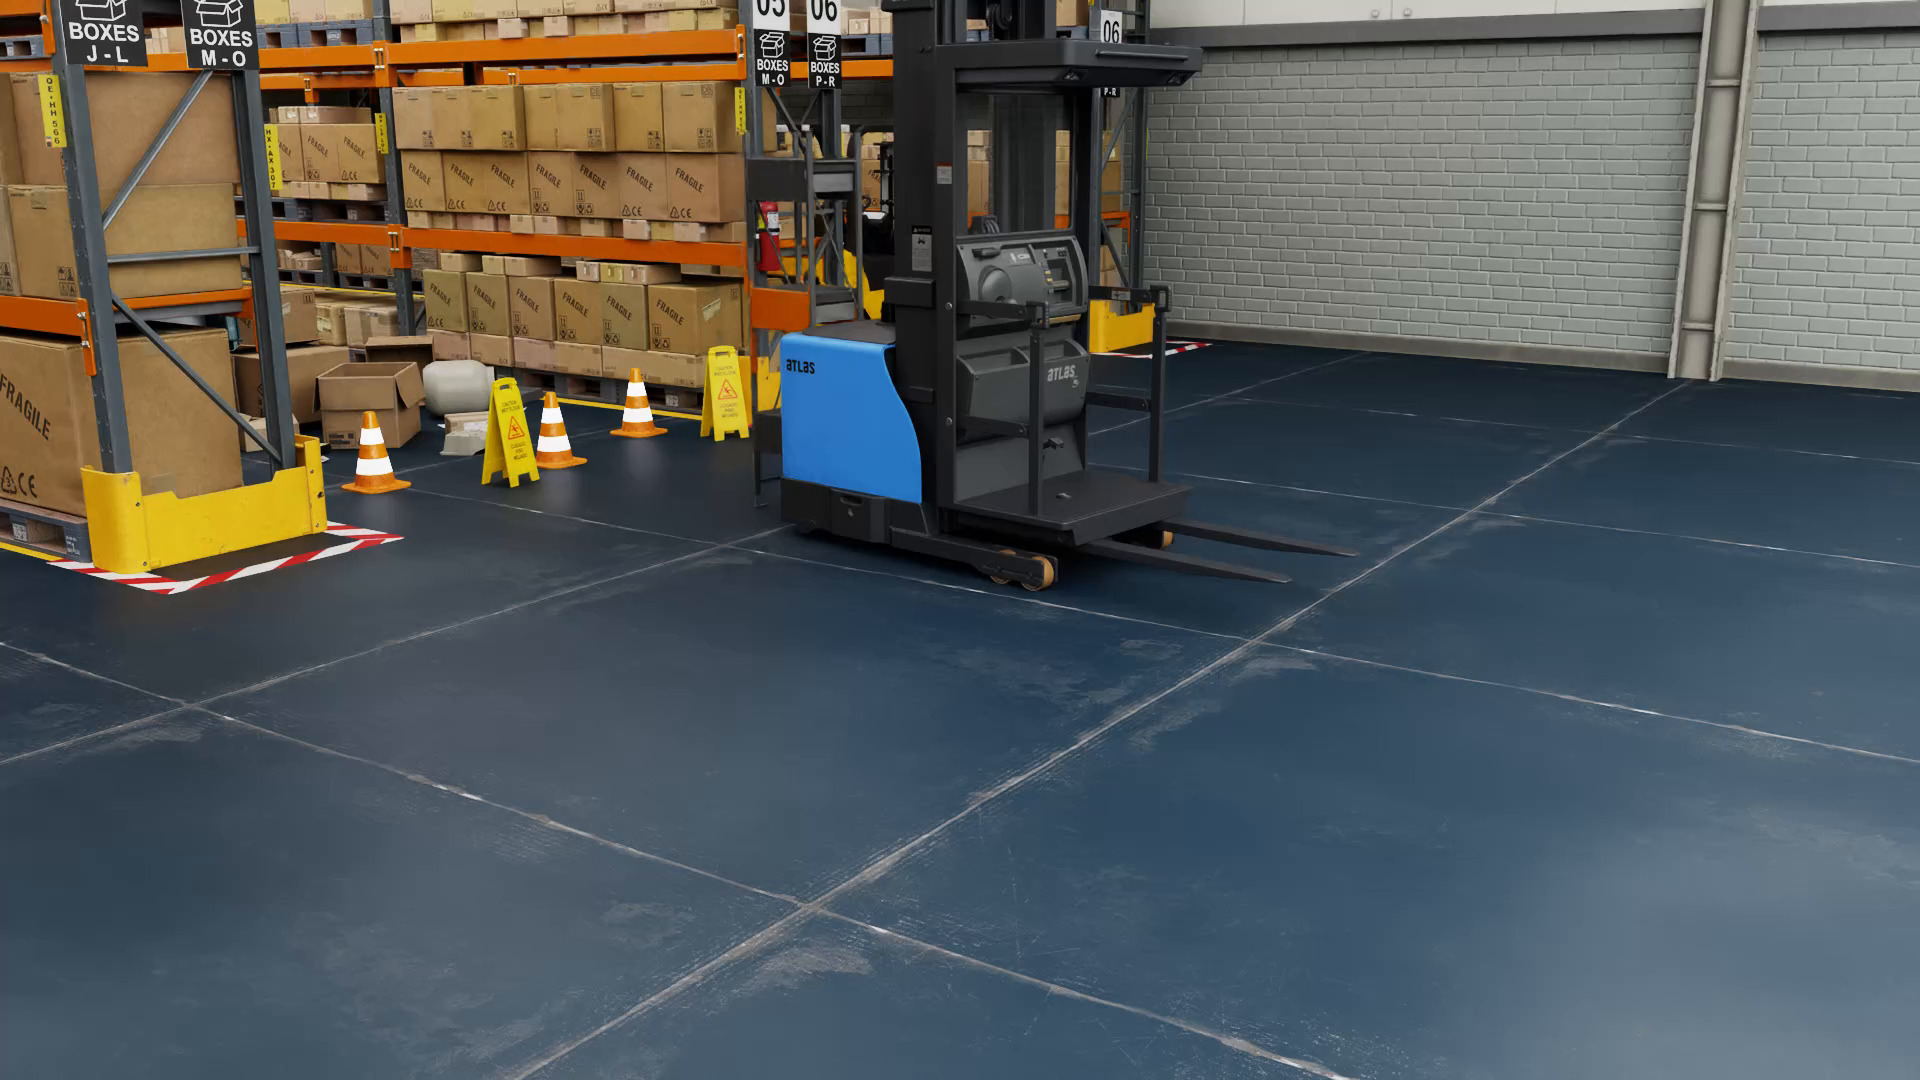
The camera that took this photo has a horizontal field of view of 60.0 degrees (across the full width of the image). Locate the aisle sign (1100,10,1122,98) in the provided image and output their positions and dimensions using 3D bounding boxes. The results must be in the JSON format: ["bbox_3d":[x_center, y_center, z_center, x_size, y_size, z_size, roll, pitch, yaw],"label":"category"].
[{"bbox_3d":[1.432,-4.609,15.790,0.004,0.787,0.394,9,17,33],"label":"aisle sign"}]

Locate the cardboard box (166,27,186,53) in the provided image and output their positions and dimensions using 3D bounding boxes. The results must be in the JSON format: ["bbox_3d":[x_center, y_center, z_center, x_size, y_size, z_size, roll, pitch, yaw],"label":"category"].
[{"bbox_3d":[-7.083,-4.873,15.815,0.500,0.500,0.700,9,17,33],"label":"cardboard box"}]

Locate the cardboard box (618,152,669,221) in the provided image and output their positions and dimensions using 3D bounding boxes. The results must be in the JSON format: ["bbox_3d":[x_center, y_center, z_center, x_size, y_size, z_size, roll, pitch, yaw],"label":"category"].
[{"bbox_3d":[-2.243,-2.703,12.674,0.500,0.500,0.500,9,17,33],"label":"cardboard box"}]

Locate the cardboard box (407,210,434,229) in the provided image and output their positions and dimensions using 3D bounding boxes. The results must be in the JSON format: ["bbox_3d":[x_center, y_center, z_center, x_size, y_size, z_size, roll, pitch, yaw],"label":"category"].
[{"bbox_3d":[-4.463,-2.733,14.143,0.250,0.149,0.380,9,17,33],"label":"cardboard box"}]

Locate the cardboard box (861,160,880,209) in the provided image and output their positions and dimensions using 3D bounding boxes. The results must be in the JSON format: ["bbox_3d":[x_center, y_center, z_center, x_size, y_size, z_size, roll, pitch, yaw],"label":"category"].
[{"bbox_3d":[-0.693,-3.754,17.537,0.500,0.500,0.500,9,17,32],"label":"cardboard box"}]

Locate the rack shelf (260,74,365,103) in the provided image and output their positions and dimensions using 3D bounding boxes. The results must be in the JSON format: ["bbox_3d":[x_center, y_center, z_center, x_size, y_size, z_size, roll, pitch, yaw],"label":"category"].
[{"bbox_3d":[-10.075,-6.399,23.685,4.000,0.370,1.077,9,17,33],"label":"rack shelf"}]

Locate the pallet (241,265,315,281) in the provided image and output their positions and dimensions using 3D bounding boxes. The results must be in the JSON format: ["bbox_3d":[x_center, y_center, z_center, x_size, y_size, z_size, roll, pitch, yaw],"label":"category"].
[{"bbox_3d":[-10.002,-3.926,24.244,1.213,0.211,1.003,9,17,33],"label":"pallet"}]

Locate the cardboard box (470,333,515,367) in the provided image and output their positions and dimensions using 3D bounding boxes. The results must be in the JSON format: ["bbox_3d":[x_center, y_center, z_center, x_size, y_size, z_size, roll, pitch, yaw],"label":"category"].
[{"bbox_3d":[-3.757,-1.628,14.004,0.500,0.250,0.500,10,17,36],"label":"cardboard box"}]

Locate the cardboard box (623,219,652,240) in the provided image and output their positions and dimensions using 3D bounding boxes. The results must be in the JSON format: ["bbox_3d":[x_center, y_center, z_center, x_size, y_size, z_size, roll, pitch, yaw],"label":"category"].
[{"bbox_3d":[-2.359,-2.389,12.754,0.250,0.149,0.380,10,17,34],"label":"cardboard box"}]

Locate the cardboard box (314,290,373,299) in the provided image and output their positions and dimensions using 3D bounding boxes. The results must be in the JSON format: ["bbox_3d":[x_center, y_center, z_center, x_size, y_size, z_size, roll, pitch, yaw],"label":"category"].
[{"bbox_3d":[-6.158,-2.148,15.851,0.625,0.372,0.950,10,17,35],"label":"cardboard box"}]

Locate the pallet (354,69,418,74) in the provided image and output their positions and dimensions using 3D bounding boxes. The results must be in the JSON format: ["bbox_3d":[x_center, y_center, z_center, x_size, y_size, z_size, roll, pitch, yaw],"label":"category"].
[{"bbox_3d":[-7.052,-6.149,21.569,1.003,0.211,1.213,9,17,33],"label":"pallet"}]

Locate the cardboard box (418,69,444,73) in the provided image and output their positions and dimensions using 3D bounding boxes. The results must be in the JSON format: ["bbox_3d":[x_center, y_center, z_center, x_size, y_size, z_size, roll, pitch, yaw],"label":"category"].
[{"bbox_3d":[-6.491,-6.025,20.991,0.500,0.250,0.500,9,17,33],"label":"cardboard box"}]

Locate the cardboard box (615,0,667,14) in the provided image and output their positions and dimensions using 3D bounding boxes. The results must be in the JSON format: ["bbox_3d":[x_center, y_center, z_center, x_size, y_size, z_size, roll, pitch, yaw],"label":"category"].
[{"bbox_3d":[-2.210,-4.037,12.341,0.500,0.250,0.500,9,16,32],"label":"cardboard box"}]

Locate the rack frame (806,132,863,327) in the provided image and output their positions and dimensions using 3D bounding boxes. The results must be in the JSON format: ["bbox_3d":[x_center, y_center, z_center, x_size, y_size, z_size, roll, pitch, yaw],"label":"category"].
[{"bbox_3d":[-0.676,-1.162,9.148,0.015,2.100,0.400,12,18,40],"label":"rack frame"}]

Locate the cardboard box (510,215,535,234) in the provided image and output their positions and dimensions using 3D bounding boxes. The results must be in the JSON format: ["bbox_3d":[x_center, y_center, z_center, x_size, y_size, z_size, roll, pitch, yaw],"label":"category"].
[{"bbox_3d":[-3.406,-2.559,13.442,0.250,0.149,0.380,9,17,33],"label":"cardboard box"}]

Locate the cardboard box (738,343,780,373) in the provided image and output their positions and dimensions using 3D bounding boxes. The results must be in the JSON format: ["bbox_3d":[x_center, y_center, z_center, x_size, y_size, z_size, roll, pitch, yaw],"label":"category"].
[{"bbox_3d":[-1.741,-1.457,13.314,0.500,0.250,0.500,9,17,32],"label":"cardboard box"}]

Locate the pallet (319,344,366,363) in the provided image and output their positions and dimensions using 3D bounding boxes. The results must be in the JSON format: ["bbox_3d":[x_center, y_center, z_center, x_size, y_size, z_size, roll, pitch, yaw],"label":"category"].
[{"bbox_3d":[-5.192,-1.711,15.297,1.213,0.211,1.003,9,17,33],"label":"pallet"}]

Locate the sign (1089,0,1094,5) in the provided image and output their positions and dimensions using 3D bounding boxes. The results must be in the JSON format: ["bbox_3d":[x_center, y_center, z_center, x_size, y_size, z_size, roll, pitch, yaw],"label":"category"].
[{"bbox_3d":[1.227,-5.156,15.488,0.005,0.325,0.100,9,17,33],"label":"sign"}]

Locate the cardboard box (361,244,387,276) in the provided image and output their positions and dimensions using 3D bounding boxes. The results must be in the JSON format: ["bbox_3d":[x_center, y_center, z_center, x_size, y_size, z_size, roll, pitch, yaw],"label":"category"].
[{"bbox_3d":[-7.693,-3.835,22.402,0.500,0.500,0.500,9,16,32],"label":"cardboard box"}]

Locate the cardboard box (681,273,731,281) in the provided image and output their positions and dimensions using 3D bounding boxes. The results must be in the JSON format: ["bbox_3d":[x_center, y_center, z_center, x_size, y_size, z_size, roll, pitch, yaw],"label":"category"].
[{"bbox_3d":[-2.197,-1.893,13.516,0.500,0.500,0.500,8,16,31],"label":"cardboard box"}]

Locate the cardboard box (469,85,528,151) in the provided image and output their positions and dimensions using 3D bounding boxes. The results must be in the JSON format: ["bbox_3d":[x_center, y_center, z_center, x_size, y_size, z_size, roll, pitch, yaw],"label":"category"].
[{"bbox_3d":[-3.488,-3.391,13.373,0.500,0.500,0.700,9,16,32],"label":"cardboard box"}]

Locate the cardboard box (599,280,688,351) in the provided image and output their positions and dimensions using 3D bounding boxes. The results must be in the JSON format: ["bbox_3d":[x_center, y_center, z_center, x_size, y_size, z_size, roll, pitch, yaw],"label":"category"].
[{"bbox_3d":[-2.471,-1.782,13.068,0.500,0.500,0.500,10,17,35],"label":"cardboard box"}]

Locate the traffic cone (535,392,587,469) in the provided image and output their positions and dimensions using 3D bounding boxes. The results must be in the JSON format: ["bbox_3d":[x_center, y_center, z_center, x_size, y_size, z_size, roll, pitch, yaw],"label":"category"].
[{"bbox_3d":[-2.640,-0.727,10.795,0.334,0.463,0.336,9,17,33],"label":"traffic cone"}]

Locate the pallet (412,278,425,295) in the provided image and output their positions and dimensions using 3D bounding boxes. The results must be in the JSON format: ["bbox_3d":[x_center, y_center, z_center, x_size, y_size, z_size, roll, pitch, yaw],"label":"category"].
[{"bbox_3d":[-6.703,-3.405,22.140,1.213,0.211,1.003,9,17,33],"label":"pallet"}]

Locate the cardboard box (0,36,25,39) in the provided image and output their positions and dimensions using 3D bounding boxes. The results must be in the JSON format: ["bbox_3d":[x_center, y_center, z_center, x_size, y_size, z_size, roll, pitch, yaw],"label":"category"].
[{"bbox_3d":[-9.488,-5.384,17.007,0.500,0.500,0.500,9,17,33],"label":"cardboard box"}]

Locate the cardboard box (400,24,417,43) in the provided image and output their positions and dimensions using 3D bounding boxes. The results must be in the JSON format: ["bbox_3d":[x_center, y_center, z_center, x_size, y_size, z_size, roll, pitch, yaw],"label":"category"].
[{"bbox_3d":[-4.422,-4.203,13.841,0.250,0.149,0.380,9,16,32],"label":"cardboard box"}]

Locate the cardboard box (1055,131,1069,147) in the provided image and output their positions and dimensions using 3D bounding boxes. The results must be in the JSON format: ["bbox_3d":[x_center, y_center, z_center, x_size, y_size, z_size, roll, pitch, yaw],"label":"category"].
[{"bbox_3d":[1.127,-3.928,16.273,0.250,0.149,0.380,9,17,33],"label":"cardboard box"}]

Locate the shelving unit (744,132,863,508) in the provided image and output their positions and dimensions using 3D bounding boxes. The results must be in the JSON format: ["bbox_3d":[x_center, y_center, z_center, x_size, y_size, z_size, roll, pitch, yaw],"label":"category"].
[{"bbox_3d":[-0.860,-1.201,9.303,0.503,2.100,0.431,12,18,40],"label":"shelving unit"}]

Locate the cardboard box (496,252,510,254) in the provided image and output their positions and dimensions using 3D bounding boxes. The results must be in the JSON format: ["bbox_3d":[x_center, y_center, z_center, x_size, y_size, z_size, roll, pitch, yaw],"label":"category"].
[{"bbox_3d":[-5.568,-3.492,21.015,0.500,0.500,0.500,10,17,34],"label":"cardboard box"}]

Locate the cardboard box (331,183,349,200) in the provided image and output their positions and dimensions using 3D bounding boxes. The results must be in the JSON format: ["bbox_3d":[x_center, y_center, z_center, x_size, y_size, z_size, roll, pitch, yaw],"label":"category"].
[{"bbox_3d":[-5.335,-3.096,14.735,0.250,0.149,0.380,9,16,31],"label":"cardboard box"}]

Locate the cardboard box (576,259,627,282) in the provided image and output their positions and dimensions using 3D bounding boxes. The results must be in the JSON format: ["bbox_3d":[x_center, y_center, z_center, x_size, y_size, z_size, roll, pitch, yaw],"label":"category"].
[{"bbox_3d":[-2.803,-2.134,13.138,0.250,0.149,0.380,10,17,35],"label":"cardboard box"}]

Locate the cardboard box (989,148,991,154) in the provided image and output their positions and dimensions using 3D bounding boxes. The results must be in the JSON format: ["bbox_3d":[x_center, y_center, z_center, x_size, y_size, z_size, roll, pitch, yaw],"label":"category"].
[{"bbox_3d":[0.488,-3.880,16.695,0.250,0.149,0.380,9,17,32],"label":"cardboard box"}]

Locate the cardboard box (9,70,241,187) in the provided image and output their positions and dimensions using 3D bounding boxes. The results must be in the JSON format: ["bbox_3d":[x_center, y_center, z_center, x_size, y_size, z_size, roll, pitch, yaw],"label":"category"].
[{"bbox_3d":[-4.191,-2.078,8.417,0.550,0.550,0.875,9,17,33],"label":"cardboard box"}]

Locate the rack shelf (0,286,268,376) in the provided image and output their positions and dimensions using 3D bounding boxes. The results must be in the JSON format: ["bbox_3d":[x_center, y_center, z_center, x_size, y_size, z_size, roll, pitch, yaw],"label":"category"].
[{"bbox_3d":[-5.564,-1.343,9.503,4.000,0.370,1.077,9,17,33],"label":"rack shelf"}]

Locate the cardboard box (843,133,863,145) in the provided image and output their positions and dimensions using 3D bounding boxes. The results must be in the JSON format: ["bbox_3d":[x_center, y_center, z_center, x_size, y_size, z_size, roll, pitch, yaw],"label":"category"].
[{"bbox_3d":[-1.038,-4.252,17.582,0.250,0.149,0.380,10,17,34],"label":"cardboard box"}]

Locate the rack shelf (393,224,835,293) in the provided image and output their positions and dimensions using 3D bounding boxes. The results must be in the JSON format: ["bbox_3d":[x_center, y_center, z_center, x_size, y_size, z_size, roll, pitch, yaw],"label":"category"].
[{"bbox_3d":[-2.885,-2.343,13.545,4.000,0.370,1.077,9,17,33],"label":"rack shelf"}]

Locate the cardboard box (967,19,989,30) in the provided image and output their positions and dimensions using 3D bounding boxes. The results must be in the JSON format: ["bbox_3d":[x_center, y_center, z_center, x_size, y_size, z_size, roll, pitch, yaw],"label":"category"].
[{"bbox_3d":[0.244,-5.340,16.619,0.500,0.500,0.700,9,17,33],"label":"cardboard box"}]

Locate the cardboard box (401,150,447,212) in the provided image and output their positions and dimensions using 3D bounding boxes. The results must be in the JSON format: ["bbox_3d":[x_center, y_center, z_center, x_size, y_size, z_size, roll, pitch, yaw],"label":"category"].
[{"bbox_3d":[-4.335,-3.039,14.031,0.500,0.500,0.500,9,17,33],"label":"cardboard box"}]

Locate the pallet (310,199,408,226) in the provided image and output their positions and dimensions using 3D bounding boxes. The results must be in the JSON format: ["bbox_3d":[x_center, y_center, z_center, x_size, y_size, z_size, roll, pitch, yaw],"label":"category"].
[{"bbox_3d":[-5.098,-2.999,15.096,1.213,0.211,1.003,9,17,33],"label":"pallet"}]

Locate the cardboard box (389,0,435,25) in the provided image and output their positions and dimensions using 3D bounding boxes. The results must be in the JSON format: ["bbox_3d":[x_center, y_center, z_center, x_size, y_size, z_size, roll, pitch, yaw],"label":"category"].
[{"bbox_3d":[-4.333,-4.375,13.705,0.500,0.250,0.500,9,16,32],"label":"cardboard box"}]

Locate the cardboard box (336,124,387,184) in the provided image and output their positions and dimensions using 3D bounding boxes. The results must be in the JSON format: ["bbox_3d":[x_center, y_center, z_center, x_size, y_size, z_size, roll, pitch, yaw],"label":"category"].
[{"bbox_3d":[-5.056,-3.374,14.509,0.500,0.500,0.500,9,16,32],"label":"cardboard box"}]

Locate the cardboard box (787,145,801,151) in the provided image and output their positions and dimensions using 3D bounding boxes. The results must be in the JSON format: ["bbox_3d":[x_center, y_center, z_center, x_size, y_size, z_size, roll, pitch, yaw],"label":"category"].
[{"bbox_3d":[-1.660,-4.219,18.067,0.250,0.149,0.380,9,16,32],"label":"cardboard box"}]

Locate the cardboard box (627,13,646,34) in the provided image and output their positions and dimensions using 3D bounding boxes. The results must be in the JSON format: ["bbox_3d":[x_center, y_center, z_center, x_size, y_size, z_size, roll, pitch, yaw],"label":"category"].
[{"bbox_3d":[-2.277,-3.867,12.483,0.250,0.149,0.380,9,17,33],"label":"cardboard box"}]

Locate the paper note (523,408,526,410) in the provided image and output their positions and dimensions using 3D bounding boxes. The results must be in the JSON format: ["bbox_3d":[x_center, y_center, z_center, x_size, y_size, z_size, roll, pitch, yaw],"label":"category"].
[{"bbox_3d":[-3.444,-1.013,12.852,0.148,0.019,0.142,3,14,14],"label":"paper note"}]

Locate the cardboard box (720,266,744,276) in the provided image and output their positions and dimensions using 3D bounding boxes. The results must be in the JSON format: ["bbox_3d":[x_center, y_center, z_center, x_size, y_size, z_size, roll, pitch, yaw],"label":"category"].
[{"bbox_3d":[-2.217,-3.070,19.050,0.625,0.625,0.875,10,17,35],"label":"cardboard box"}]

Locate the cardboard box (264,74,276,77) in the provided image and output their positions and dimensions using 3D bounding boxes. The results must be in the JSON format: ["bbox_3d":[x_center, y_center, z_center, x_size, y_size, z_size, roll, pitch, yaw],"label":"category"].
[{"bbox_3d":[-9.298,-6.419,22.790,0.250,0.149,0.380,10,17,35],"label":"cardboard box"}]

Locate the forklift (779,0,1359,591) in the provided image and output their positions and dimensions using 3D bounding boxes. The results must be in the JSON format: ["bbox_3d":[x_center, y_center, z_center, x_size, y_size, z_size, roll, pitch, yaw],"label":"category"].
[{"bbox_3d":[0.476,-1.323,8.070,3.031,2.935,1.130,12,18,39],"label":"forklift"}]

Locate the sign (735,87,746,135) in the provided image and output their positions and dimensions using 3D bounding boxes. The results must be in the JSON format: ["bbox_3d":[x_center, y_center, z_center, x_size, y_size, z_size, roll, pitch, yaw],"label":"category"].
[{"bbox_3d":[-1.552,-3.032,11.761,0.005,0.325,0.100,9,17,33],"label":"sign"}]

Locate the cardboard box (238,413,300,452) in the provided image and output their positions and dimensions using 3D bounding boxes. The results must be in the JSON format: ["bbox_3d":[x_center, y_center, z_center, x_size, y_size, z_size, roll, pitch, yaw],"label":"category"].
[{"bbox_3d":[-4.769,-0.770,11.381,0.258,0.266,0.396,13,19,42],"label":"cardboard box"}]

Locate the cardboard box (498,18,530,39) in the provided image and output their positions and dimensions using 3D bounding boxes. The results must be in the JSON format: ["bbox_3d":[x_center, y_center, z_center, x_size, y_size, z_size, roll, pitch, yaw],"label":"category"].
[{"bbox_3d":[-3.402,-4.014,13.076,0.250,0.149,0.380,9,16,32],"label":"cardboard box"}]

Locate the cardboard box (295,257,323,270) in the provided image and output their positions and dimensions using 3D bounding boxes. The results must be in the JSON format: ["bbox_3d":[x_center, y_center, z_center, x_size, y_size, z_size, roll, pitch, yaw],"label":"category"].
[{"bbox_3d":[-9.042,-3.860,23.233,0.250,0.149,0.380,9,16,31],"label":"cardboard box"}]

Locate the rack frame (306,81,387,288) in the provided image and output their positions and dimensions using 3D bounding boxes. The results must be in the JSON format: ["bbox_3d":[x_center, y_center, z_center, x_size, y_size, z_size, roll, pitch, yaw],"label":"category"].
[{"bbox_3d":[-8.416,-5.024,22.876,0.127,3.000,1.000,9,17,33],"label":"rack frame"}]

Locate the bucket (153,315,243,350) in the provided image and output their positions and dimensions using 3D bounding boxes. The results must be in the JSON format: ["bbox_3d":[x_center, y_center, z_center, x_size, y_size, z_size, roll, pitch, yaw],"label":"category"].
[{"bbox_3d":[-5.824,-1.551,12.494,0.726,0.611,0.620,-10,7,-35],"label":"bucket"}]

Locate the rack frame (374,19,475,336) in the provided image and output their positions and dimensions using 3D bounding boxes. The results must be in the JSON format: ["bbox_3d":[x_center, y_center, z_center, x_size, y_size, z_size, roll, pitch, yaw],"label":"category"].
[{"bbox_3d":[-4.545,-2.961,14.542,0.127,3.000,1.000,9,17,33],"label":"rack frame"}]
